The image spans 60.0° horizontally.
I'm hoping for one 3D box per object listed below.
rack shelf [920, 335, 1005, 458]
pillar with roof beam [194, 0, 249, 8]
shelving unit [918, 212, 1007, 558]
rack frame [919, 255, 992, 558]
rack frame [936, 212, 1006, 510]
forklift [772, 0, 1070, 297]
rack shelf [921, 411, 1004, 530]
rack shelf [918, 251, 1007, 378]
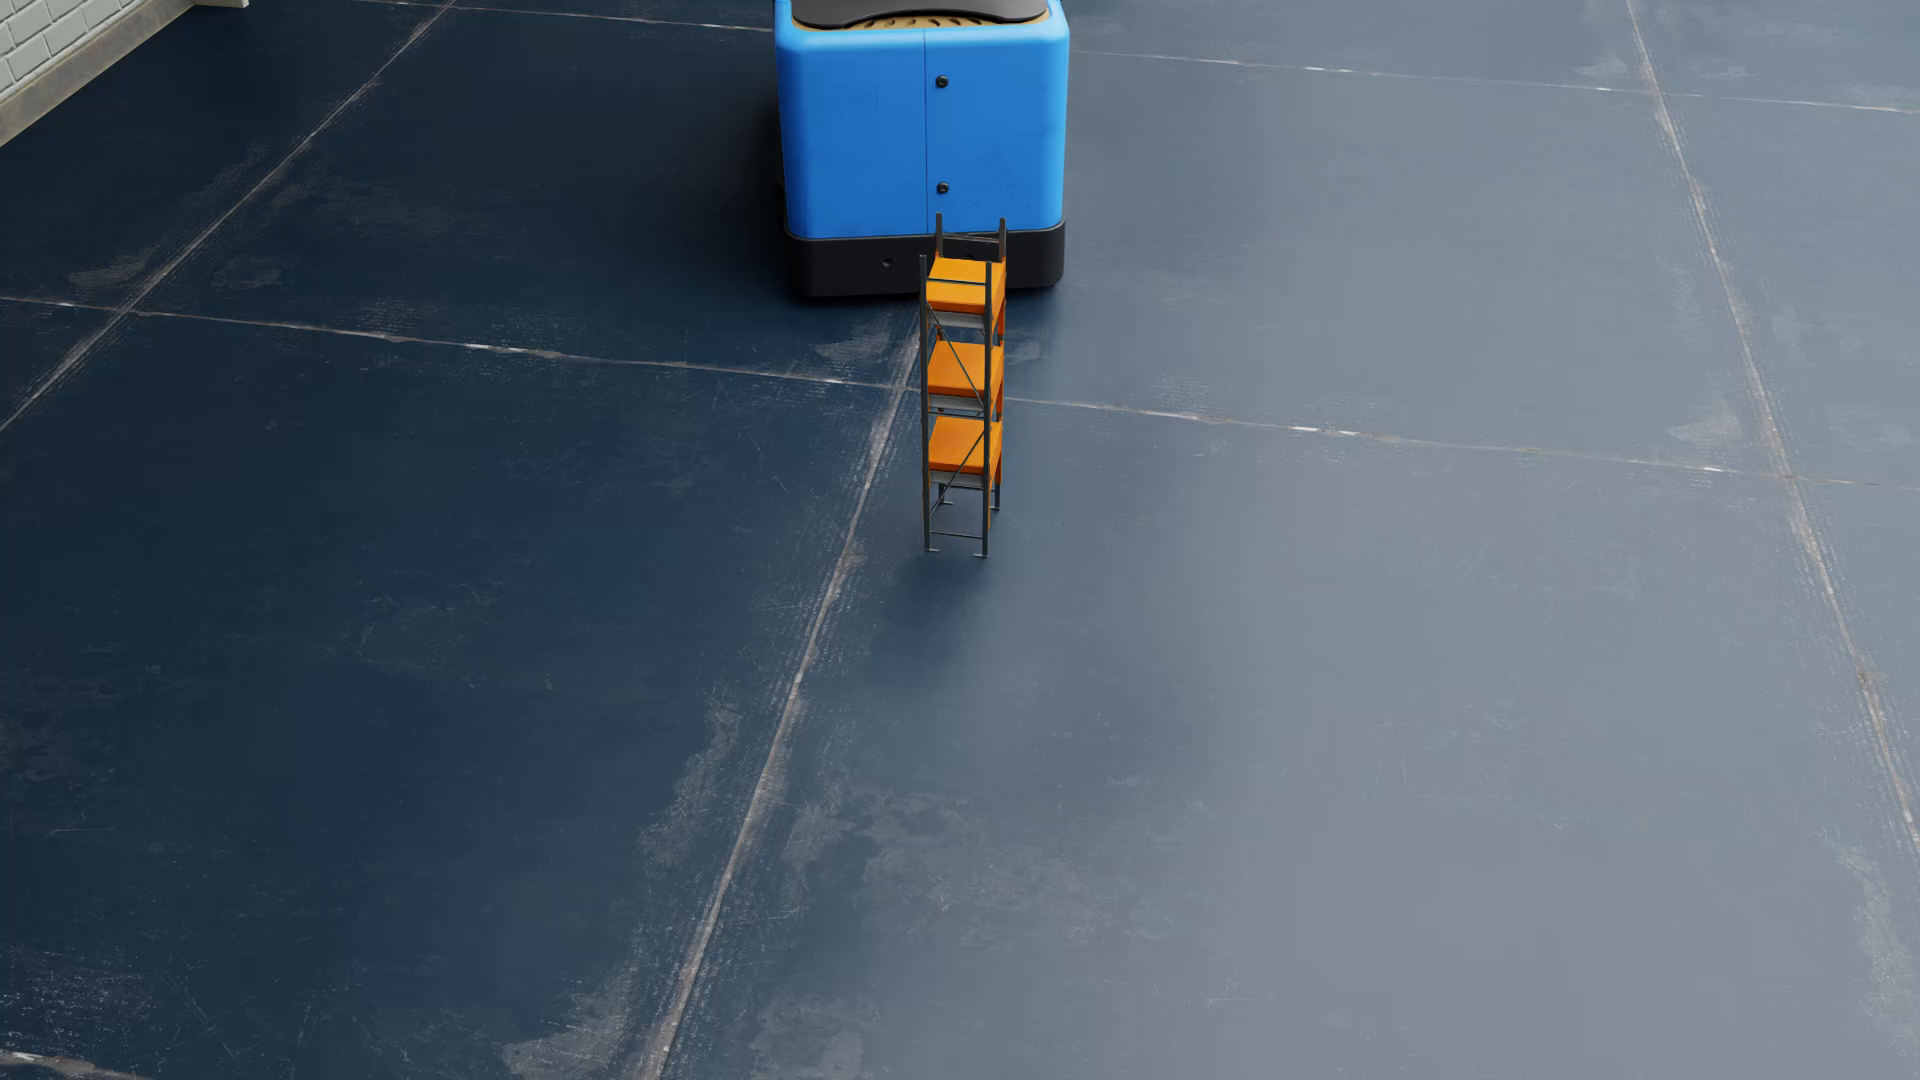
[{"bbox_3d":[0.009,-0.430,4.963,0.215,0.259,0.240,6,40,8],"label":"rack shelf"},{"bbox_3d":[0.434,-5.876,5.295,9.100,9.000,0.400,6,40,8],"label":"pillar with roof beam"},{"bbox_3d":[0.009,-0.438,4.956,0.215,1.050,0.252,6,40,8],"label":"shelving unit"},{"bbox_3d":[-0.012,-0.362,4.863,0.200,1.050,0.008,6,40,8],"label":"rack frame"},{"bbox_3d":[0.030,-0.515,5.049,0.200,1.050,0.008,6,40,8],"label":"rack frame"},{"bbox_3d":[-0.248,-2.969,6.541,1.130,2.935,3.031,-3,40,-4],"label":"forklift"},{"bbox_3d":[0.009,-0.216,5.140,0.215,0.259,0.240,6,40,8],"label":"rack shelf"},{"bbox_3d":[0.009,-0.649,4.782,0.215,0.259,0.240,6,40,8],"label":"rack shelf"}]
